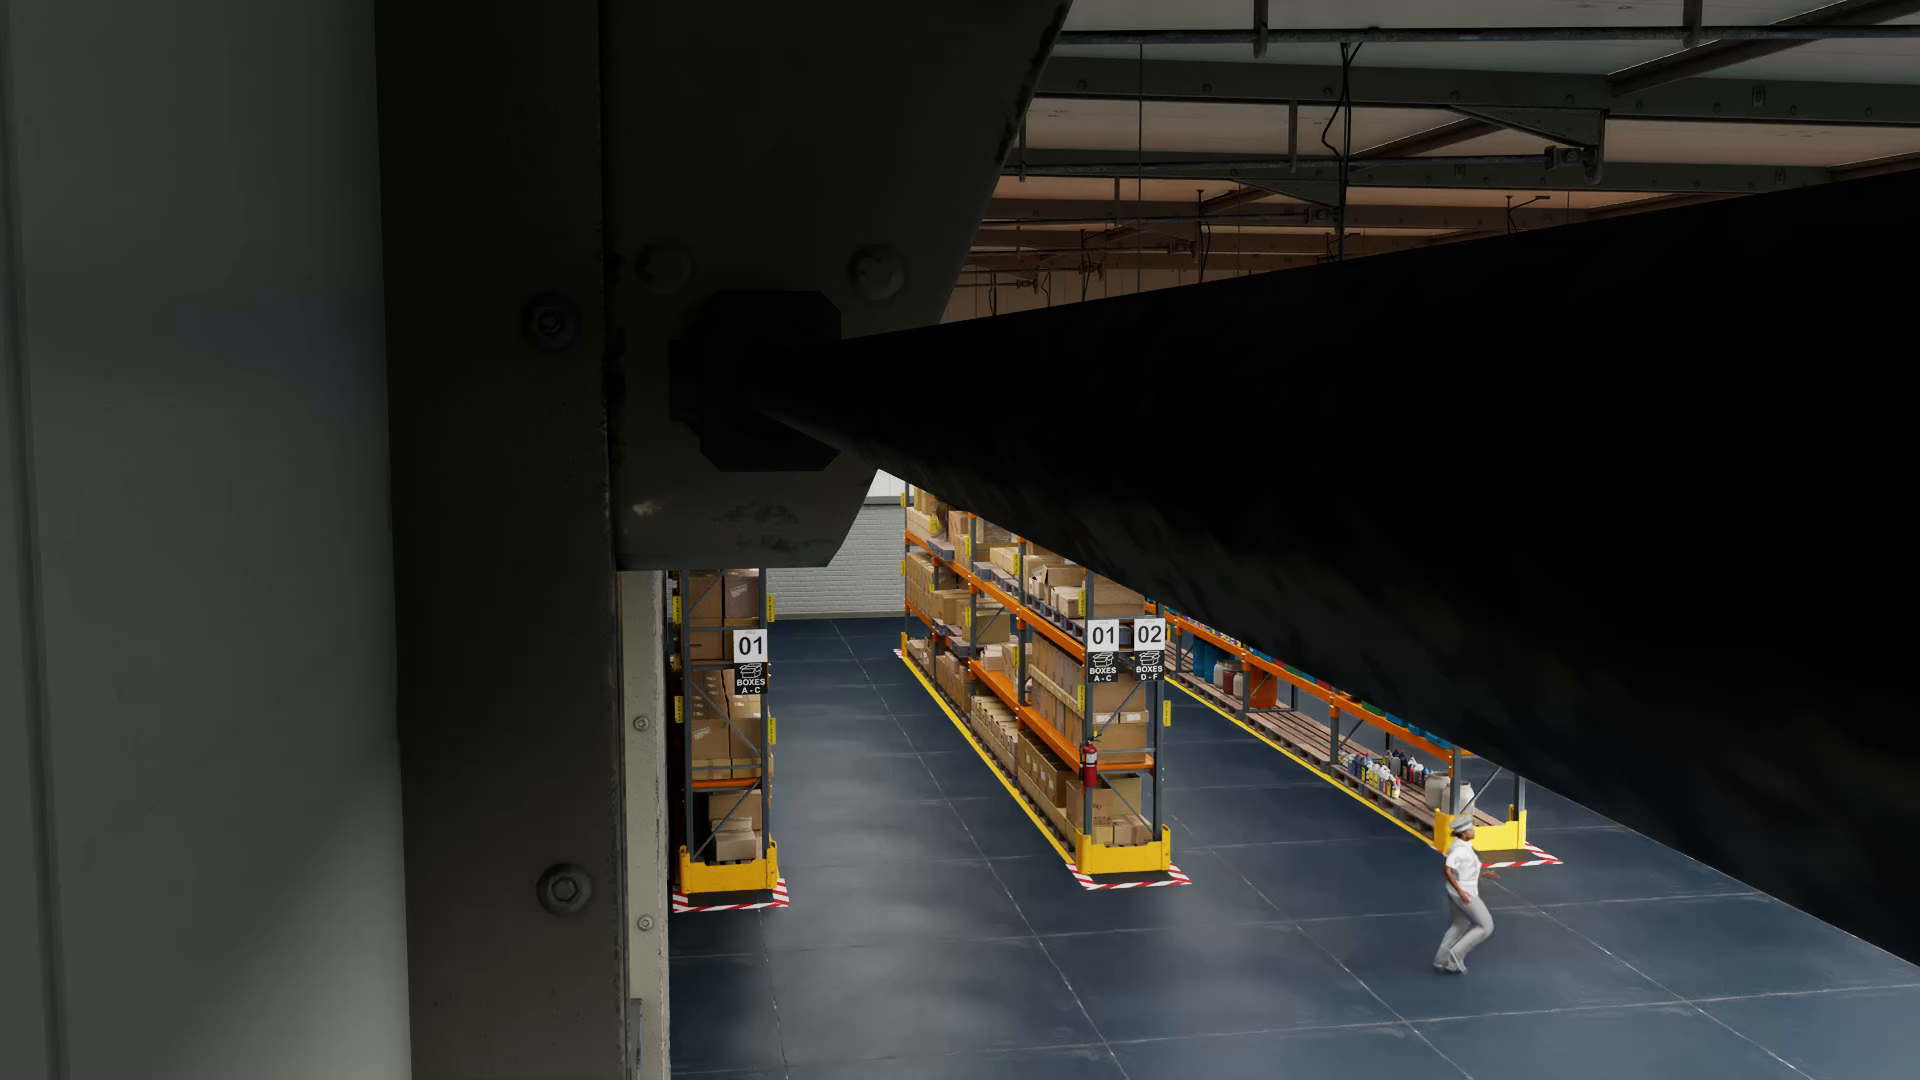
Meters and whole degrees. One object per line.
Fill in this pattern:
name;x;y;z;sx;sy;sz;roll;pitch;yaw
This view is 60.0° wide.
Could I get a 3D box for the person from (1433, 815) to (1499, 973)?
person;5.294;3.690;17.351;0.633;1.660;0.552;1;6;6
